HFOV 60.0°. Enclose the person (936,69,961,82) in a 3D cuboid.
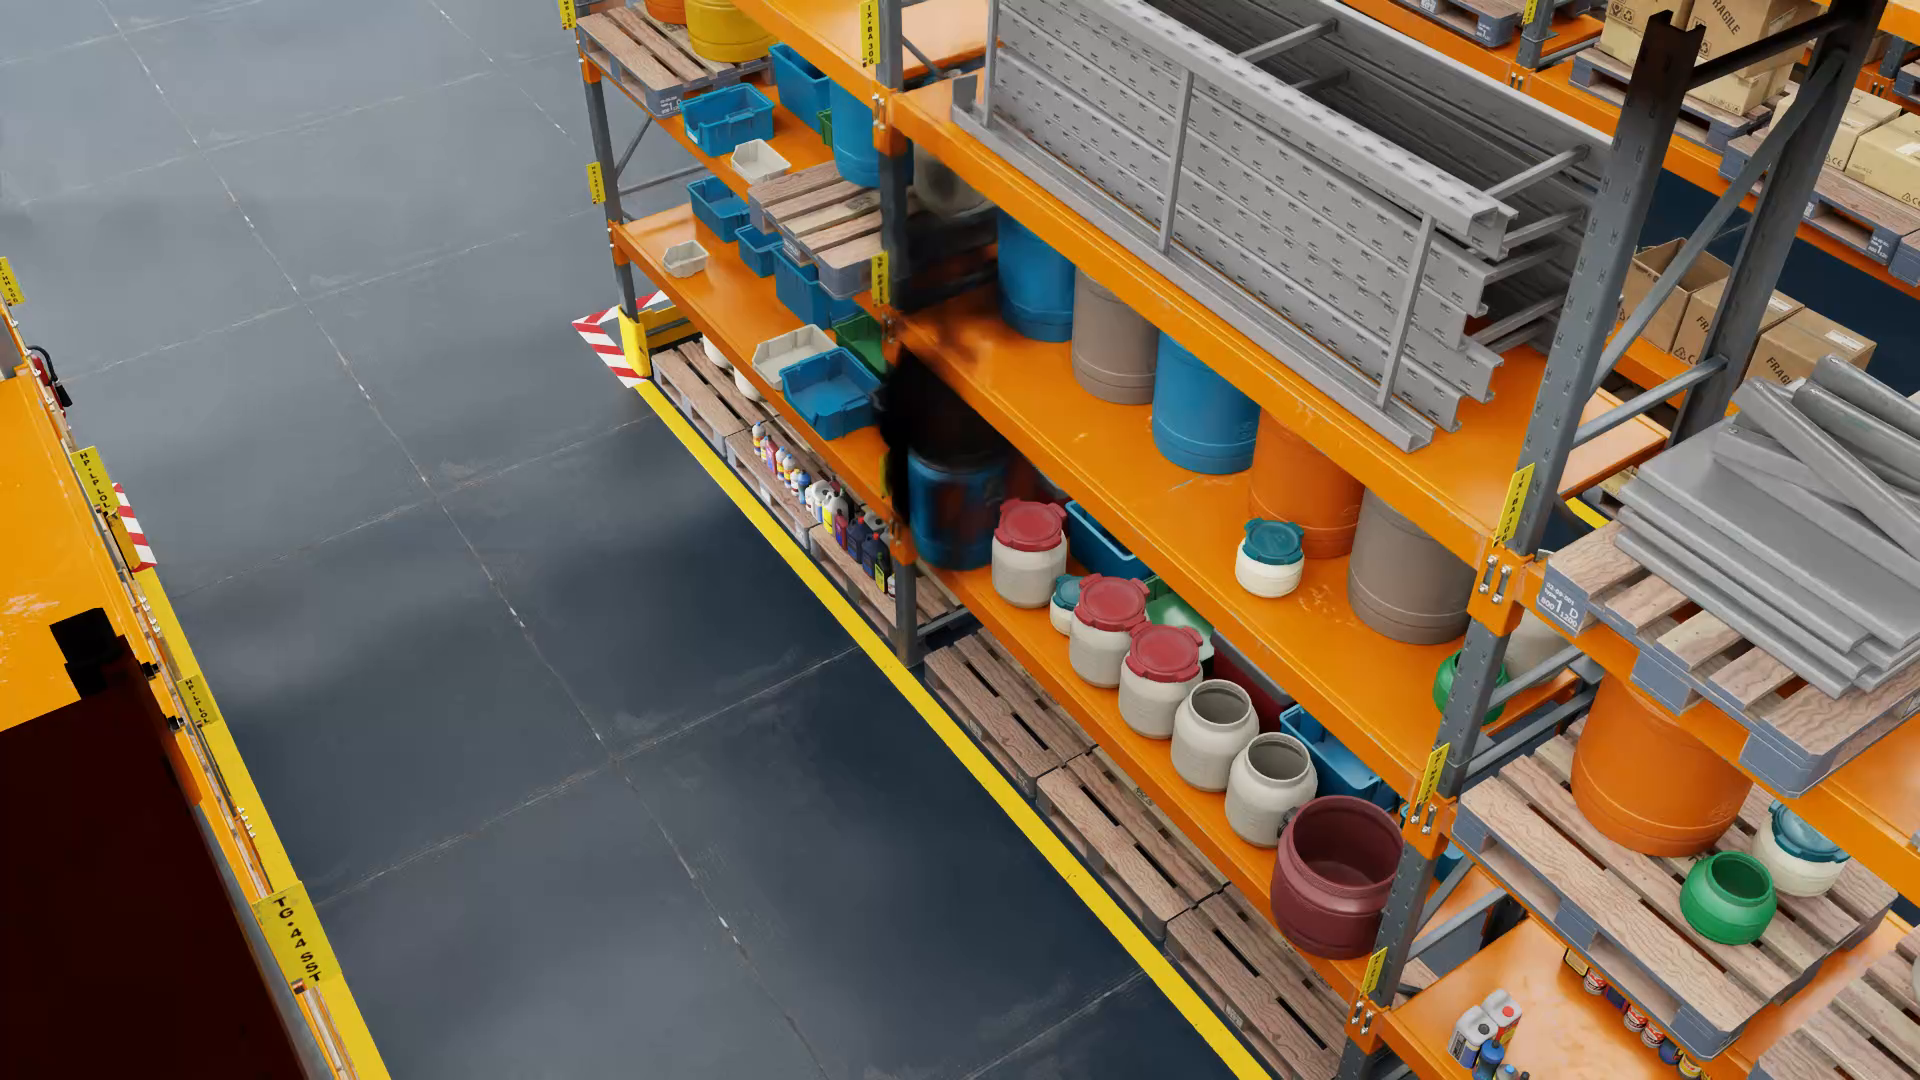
[{"bbox_3d":[-0.304,-4.864,15.838,0.628,1.665,0.643,1,43,1],"label":"person"}]
